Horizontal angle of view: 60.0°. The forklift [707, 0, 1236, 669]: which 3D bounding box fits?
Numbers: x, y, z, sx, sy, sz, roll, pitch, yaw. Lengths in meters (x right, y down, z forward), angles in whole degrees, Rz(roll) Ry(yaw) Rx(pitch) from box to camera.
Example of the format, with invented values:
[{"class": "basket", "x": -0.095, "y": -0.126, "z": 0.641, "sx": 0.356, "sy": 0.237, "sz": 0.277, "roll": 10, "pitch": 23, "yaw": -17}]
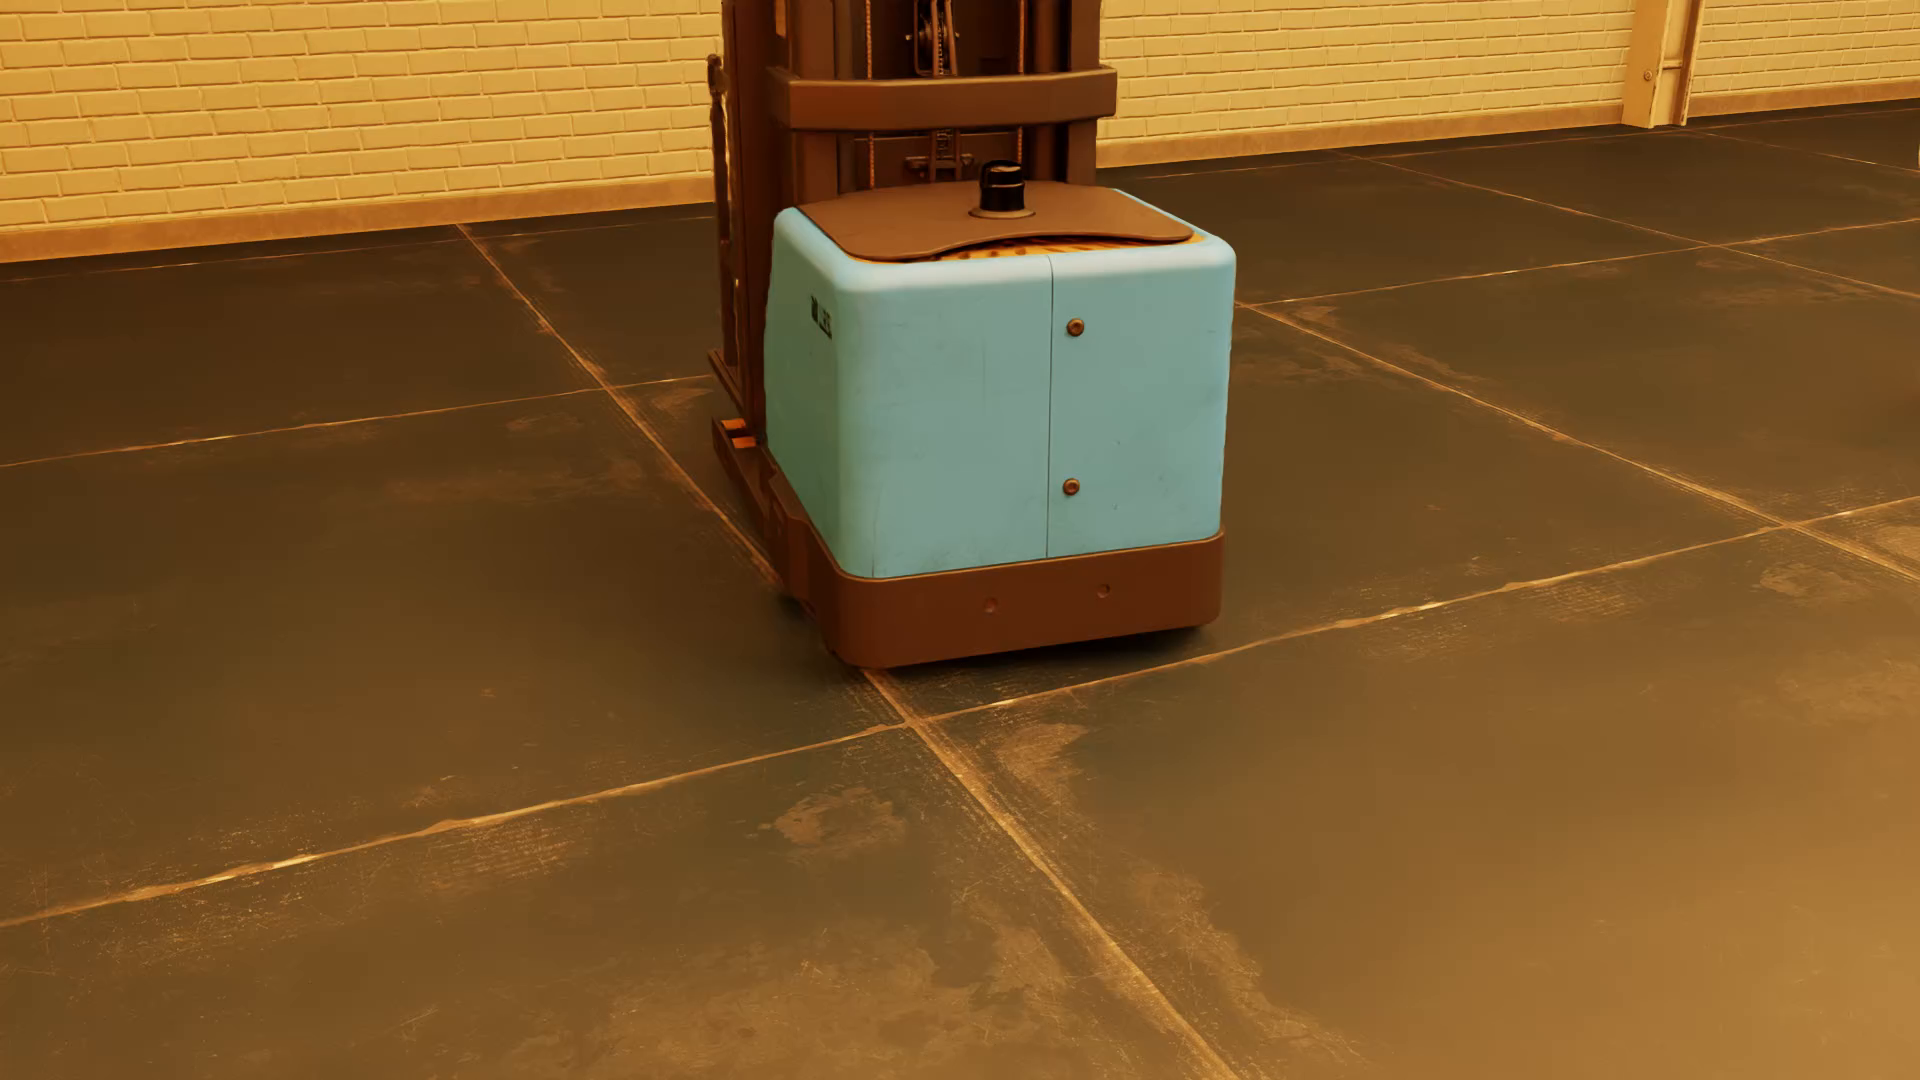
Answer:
[{"class": "forklift", "x": -0.220, "y": -1.570, "z": 5.065, "sx": 1.130, "sy": 2.935, "sz": 3.031, "roll": -7, "pitch": 23, "yaw": -16}]
